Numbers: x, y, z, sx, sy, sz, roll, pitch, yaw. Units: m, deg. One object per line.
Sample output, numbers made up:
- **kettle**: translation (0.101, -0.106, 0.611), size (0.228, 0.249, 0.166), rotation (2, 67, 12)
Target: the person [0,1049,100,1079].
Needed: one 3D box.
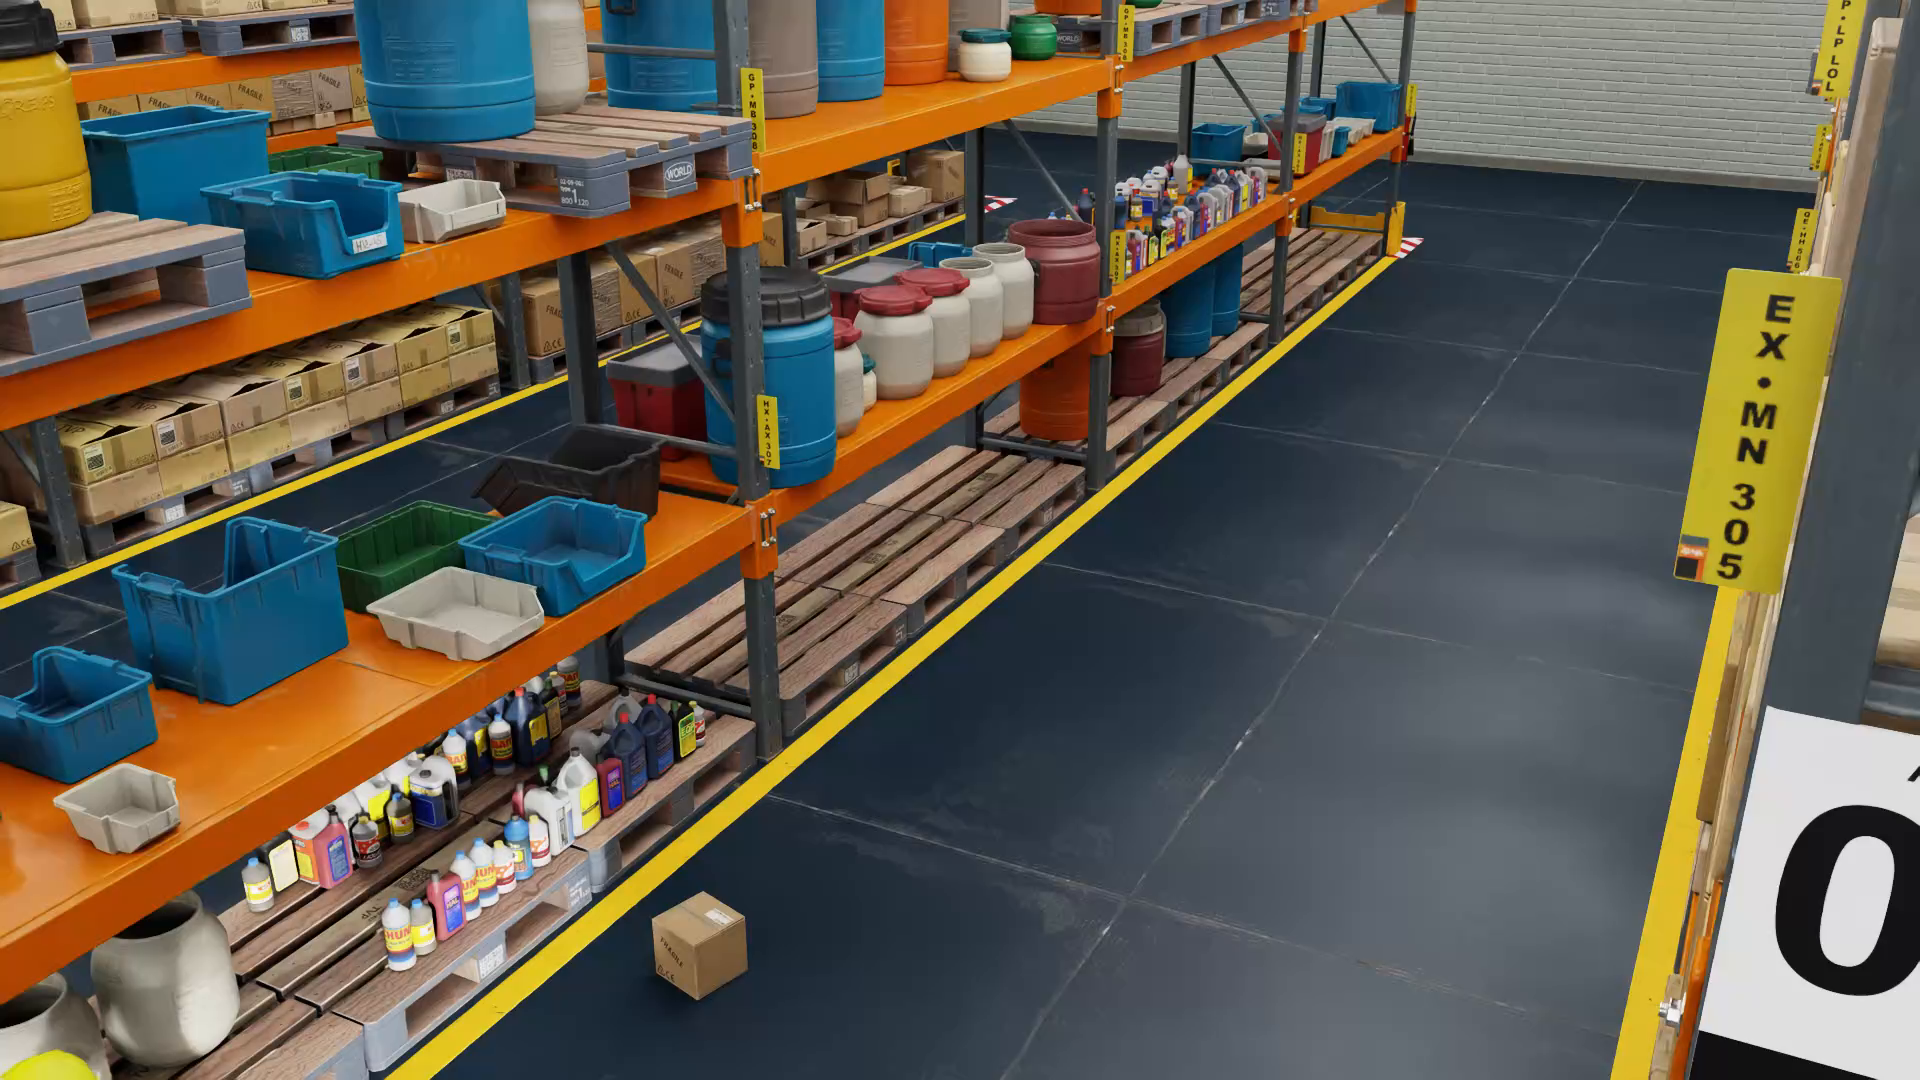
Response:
- **person**: translation (-1.805, 1.835, 3.600), size (0.621, 1.779, 0.448), rotation (13, 26, 28)
